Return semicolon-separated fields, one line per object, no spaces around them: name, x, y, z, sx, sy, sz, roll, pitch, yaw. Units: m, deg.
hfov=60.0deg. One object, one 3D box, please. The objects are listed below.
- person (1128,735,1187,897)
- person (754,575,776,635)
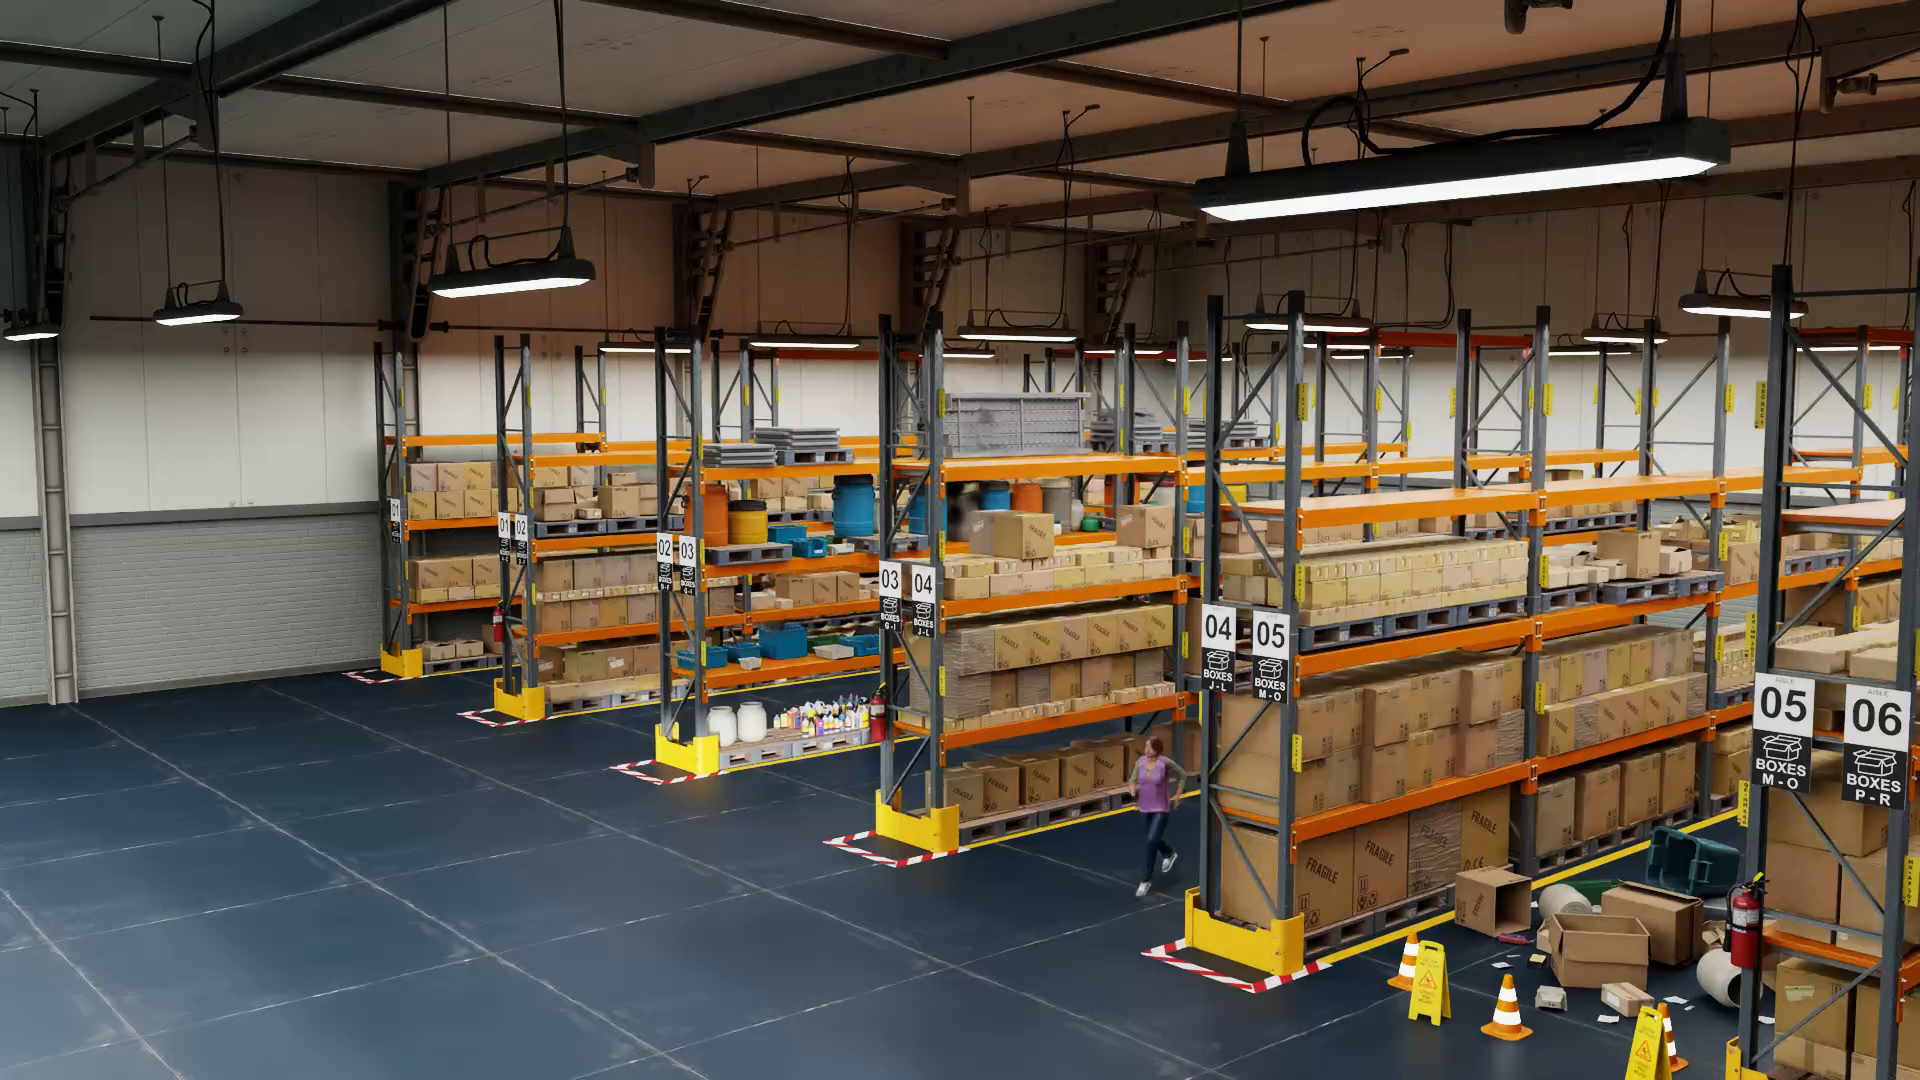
person;2.034;2.832;17.208;0.569;1.617;0.826;3;6;32
person;-3.638;1.484;31.519;0.582;1.665;0.578;5;7;42
